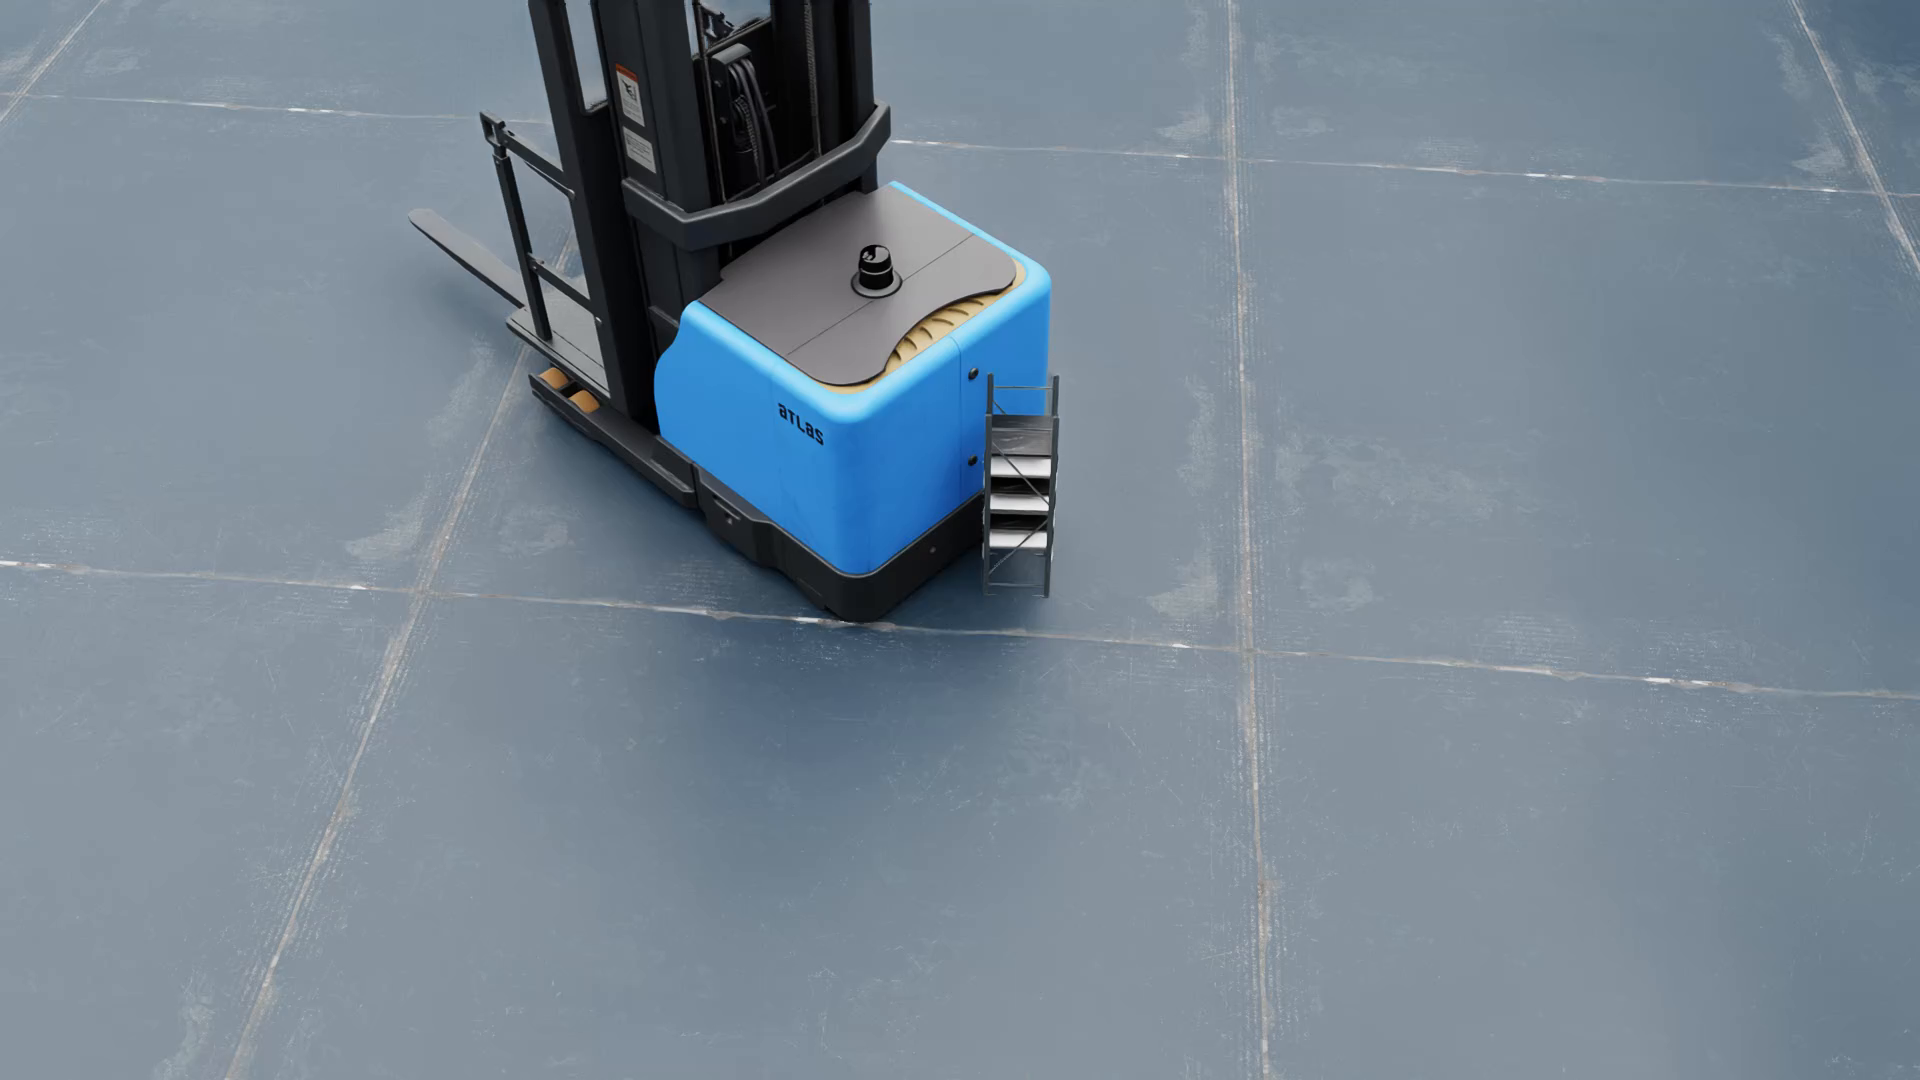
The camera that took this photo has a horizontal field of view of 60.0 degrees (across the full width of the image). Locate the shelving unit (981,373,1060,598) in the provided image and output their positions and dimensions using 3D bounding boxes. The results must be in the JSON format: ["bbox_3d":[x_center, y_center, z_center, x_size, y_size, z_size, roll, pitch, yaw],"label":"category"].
[{"bbox_3d":[0.207,-0.173,5.799,0.258,0.900,0.210,2,48,1],"label":"shelving unit"}]

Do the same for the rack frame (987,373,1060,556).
[{"bbox_3d":[0.211,-0.248,5.867,0.240,0.900,0.006,2,48,1],"label":"rack frame"}]

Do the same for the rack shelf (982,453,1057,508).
[{"bbox_3d":[0.207,-0.212,5.757,0.258,0.077,0.200,2,48,1],"label":"rack shelf"}]

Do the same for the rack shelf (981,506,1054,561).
[{"bbox_3d":[0.207,-0.029,5.956,0.258,0.077,0.200,2,48,1],"label":"rack shelf"}]

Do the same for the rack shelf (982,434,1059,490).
[{"bbox_3d":[0.207,-0.272,5.690,0.258,0.077,0.200,2,48,1],"label":"rack shelf"}]

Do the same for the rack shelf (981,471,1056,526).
[{"bbox_3d":[0.207,-0.151,5.823,0.258,0.077,0.200,2,48,1],"label":"rack shelf"}]

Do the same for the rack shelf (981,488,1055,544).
[{"bbox_3d":[0.207,-0.090,5.890,0.258,0.077,0.200,2,48,1],"label":"rack shelf"}]

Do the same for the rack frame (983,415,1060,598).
[{"bbox_3d":[0.203,-0.098,5.730,0.240,0.900,0.006,2,48,1],"label":"rack frame"}]

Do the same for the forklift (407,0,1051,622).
[{"bbox_3d":[-1.086,-1.668,5.789,3.031,2.935,1.130,35,57,28],"label":"forklift"}]

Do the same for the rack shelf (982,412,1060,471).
[{"bbox_3d":[0.207,-0.333,5.624,0.258,0.077,0.200,2,48,1],"label":"rack shelf"}]
